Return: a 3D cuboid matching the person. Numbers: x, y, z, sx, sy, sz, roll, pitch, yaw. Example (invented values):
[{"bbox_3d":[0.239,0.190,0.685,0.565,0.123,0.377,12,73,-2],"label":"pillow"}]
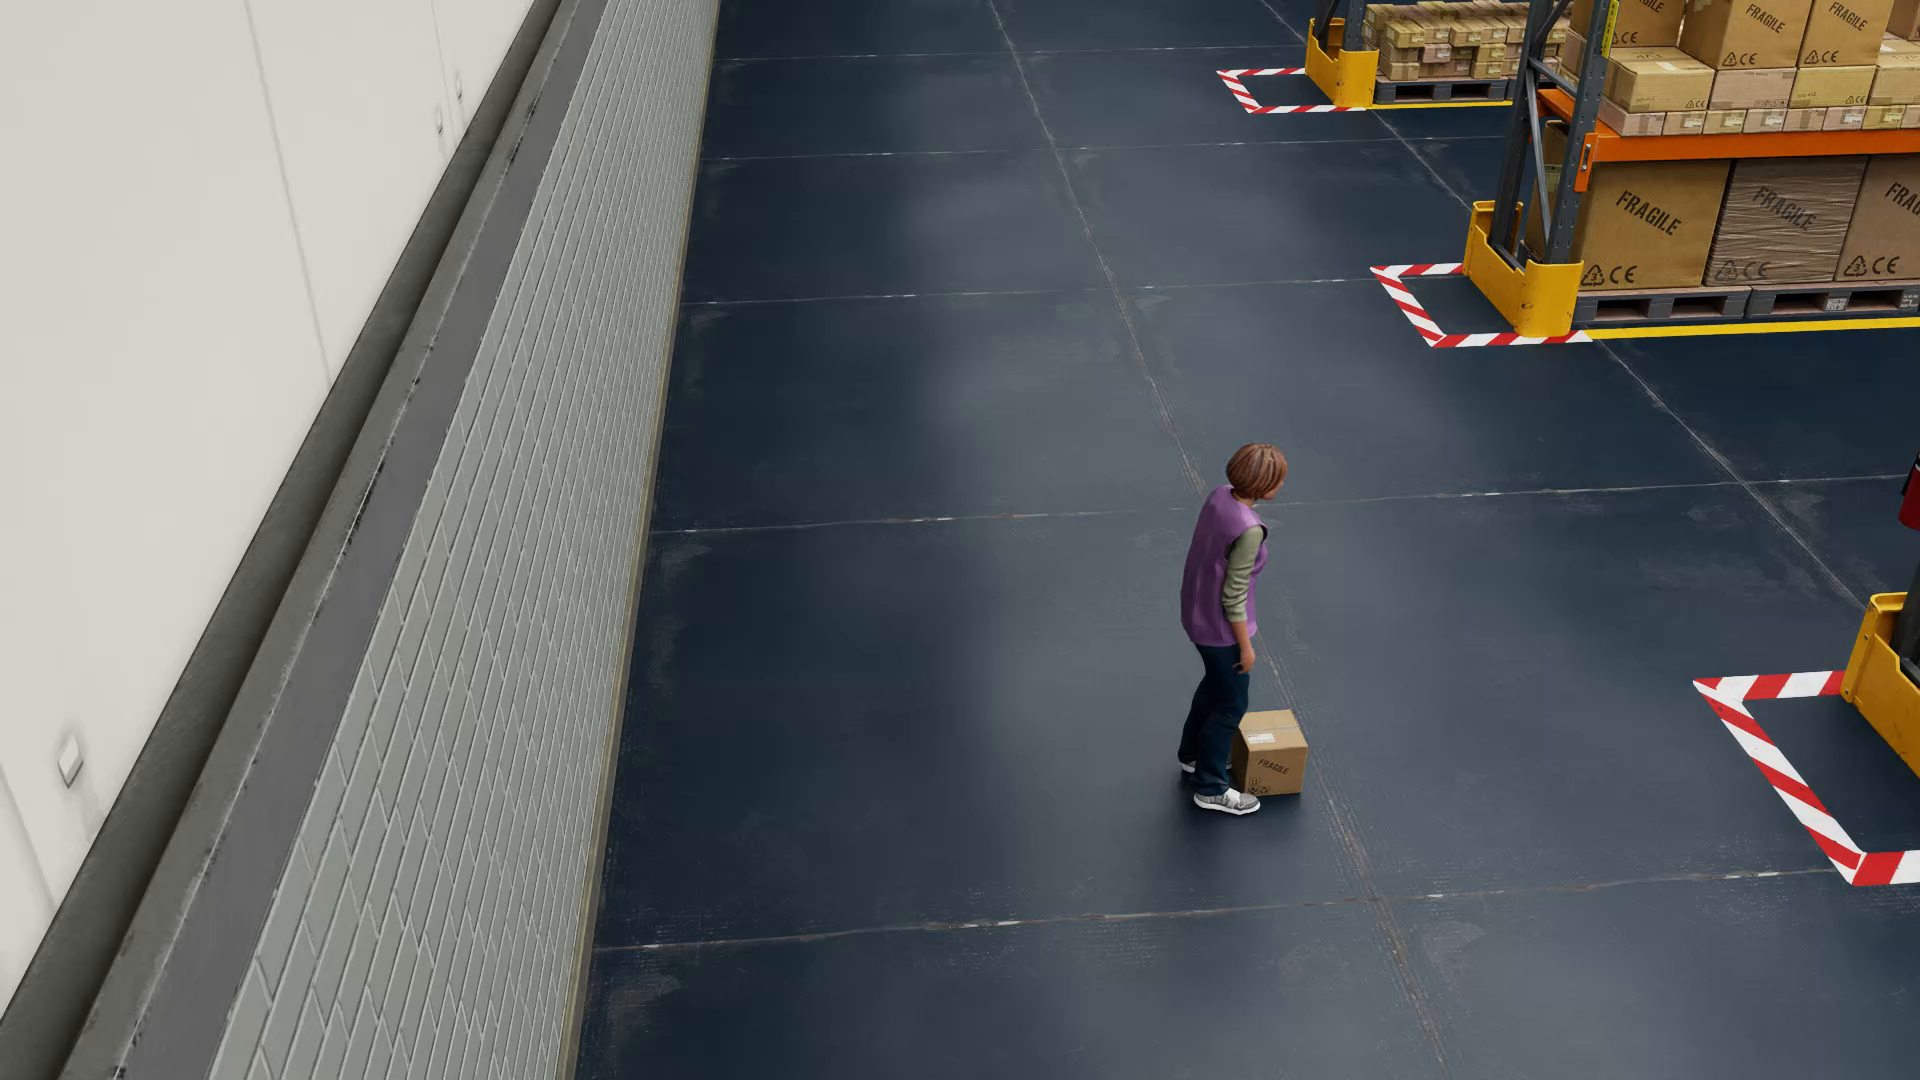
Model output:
[{"bbox_3d":[2.945,2.124,2.153,3.125,3.194,10.252,-3,32,-5],"label":"person"}]
